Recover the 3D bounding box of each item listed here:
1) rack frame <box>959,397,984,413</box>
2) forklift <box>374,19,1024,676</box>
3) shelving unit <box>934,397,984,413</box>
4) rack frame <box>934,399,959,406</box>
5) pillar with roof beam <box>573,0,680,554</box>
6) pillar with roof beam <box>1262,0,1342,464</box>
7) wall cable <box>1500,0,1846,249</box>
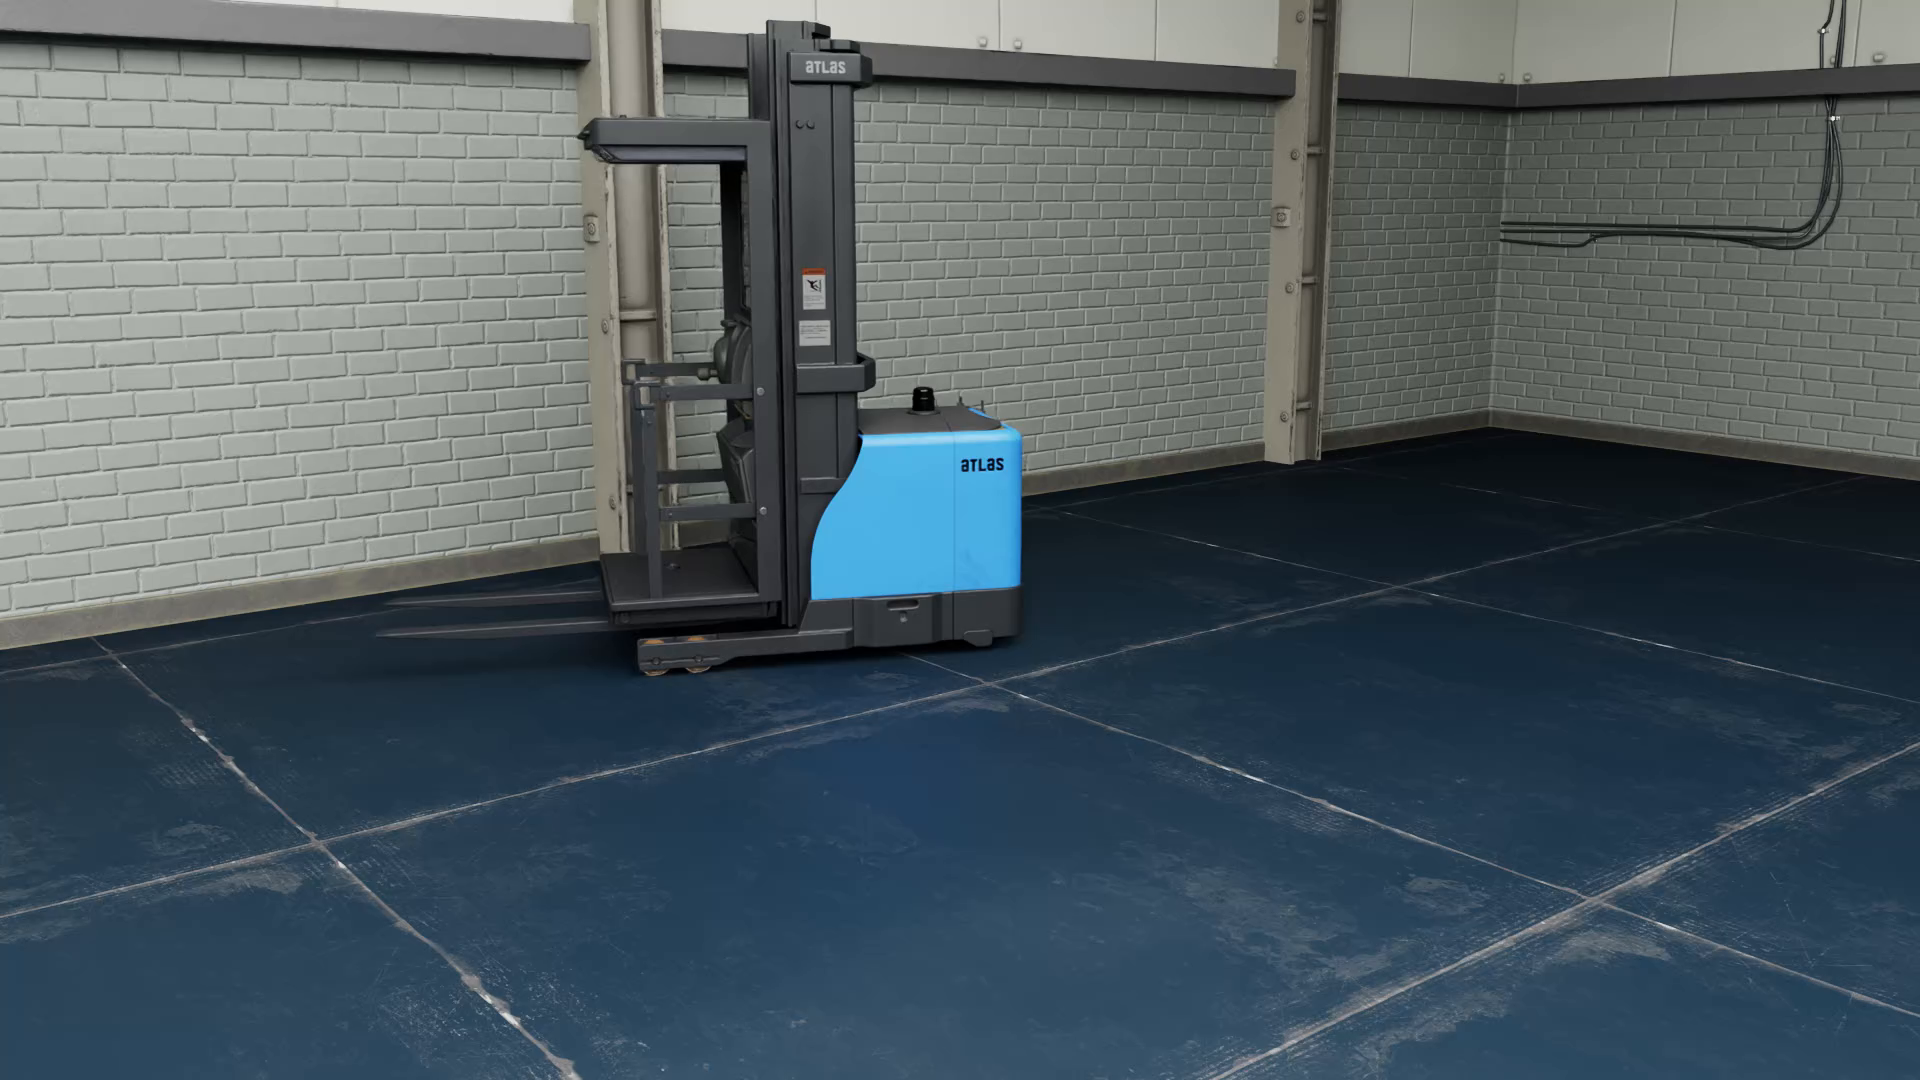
[{"bbox_3d":[0.073,-0.452,10.592,0.006,0.900,0.240,-9,15,-38],"label":"rack frame"},{"bbox_3d":[-1.263,-0.928,7.940,3.031,2.935,1.130,-3,12,-14],"label":"forklift"},{"bbox_3d":[-0.006,-0.439,10.530,0.210,0.900,0.258,-9,15,-38],"label":"shelving unit"},{"bbox_3d":[-0.086,-0.426,10.468,0.006,0.900,0.240,-9,15,-38],"label":"rack frame"},{"bbox_3d":[0.745,-3.589,5.867,0.400,9.000,9.100,-9,15,-38],"label":"pillar with roof beam"},{"bbox_3d":[5.430,-4.368,9.534,0.400,9.000,9.100,-9,15,-38],"label":"pillar with roof beam"},{"bbox_3d":[5.867,-3.715,13.935,0.112,2.526,3.097,-9,15,-38],"label":"wall cable"}]
